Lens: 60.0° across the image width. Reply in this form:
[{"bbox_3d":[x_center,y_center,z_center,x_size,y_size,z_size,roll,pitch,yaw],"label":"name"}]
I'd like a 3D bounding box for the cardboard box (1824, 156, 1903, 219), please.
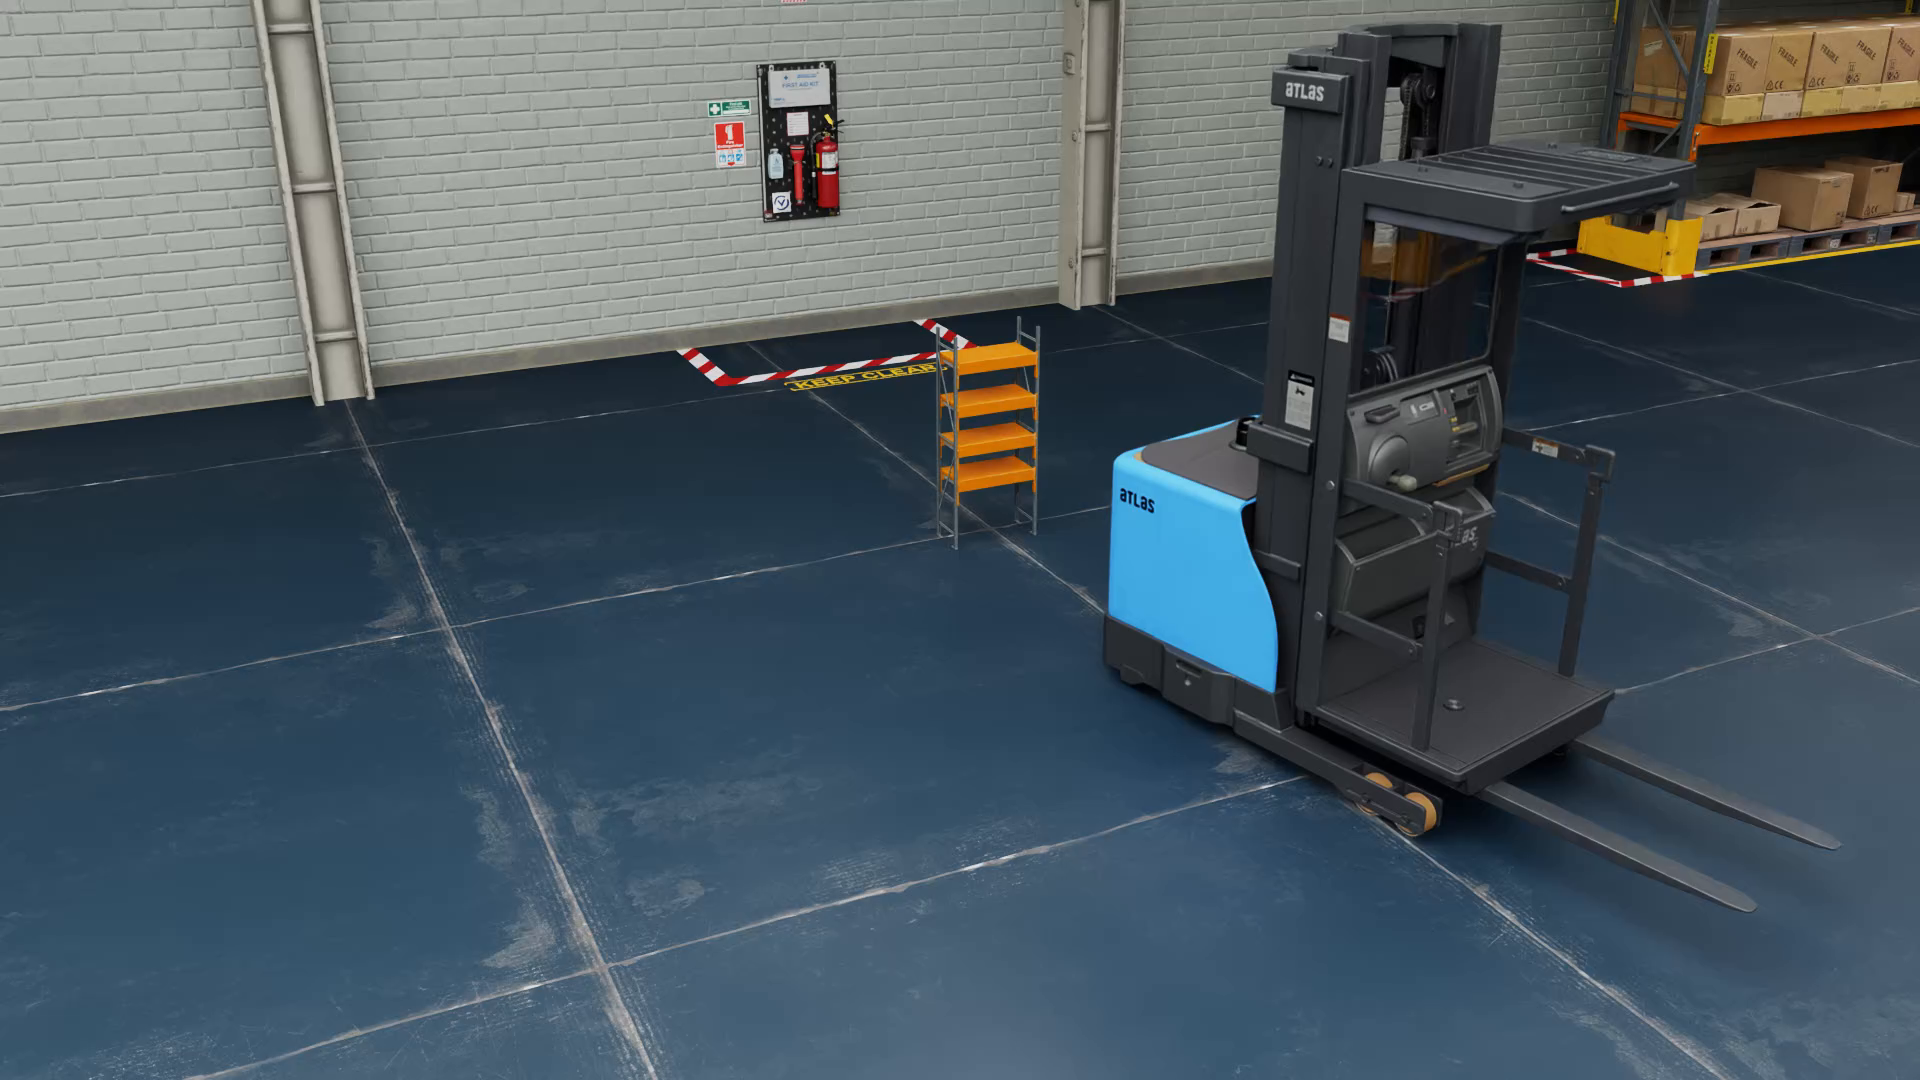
[{"bbox_3d":[8.907,-3.498,16.473,0.500,0.500,0.500,-12,26,-28],"label":"cardboard box"}]

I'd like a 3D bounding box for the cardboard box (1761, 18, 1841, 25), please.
[{"bbox_3d":[7.929,-4.661,15.778,0.500,0.500,0.500,-10,25,-23],"label":"cardboard box"}]

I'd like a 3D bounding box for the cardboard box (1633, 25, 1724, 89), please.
[{"bbox_3d":[6.553,-4.410,15.172,0.500,0.500,0.500,-11,25,-24],"label":"cardboard box"}]

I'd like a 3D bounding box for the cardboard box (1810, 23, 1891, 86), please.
[{"bbox_3d":[8.159,-4.486,15.356,0.500,0.500,0.500,-10,24,-22],"label":"cardboard box"}]

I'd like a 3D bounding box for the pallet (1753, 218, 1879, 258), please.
[{"bbox_3d":[8.134,-3.020,16.270,1.213,0.211,1.003,-10,25,-24],"label":"pallet"}]

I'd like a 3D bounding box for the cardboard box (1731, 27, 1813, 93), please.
[{"bbox_3d":[7.231,-4.313,14.937,0.500,0.500,0.500,-10,25,-23],"label":"cardboard box"}]

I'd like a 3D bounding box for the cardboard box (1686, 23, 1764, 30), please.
[{"bbox_3d":[7.011,-4.491,15.366,0.500,0.500,0.500,-10,25,-23],"label":"cardboard box"}]

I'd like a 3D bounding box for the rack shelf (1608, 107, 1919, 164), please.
[{"bbox_3d":[8.023,-3.972,15.864,4.000,0.370,1.077,-10,25,-24],"label":"rack shelf"}]

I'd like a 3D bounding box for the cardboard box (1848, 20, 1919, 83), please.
[{"bbox_3d":[8.627,-4.573,15.565,0.500,0.500,0.500,-11,25,-25],"label":"cardboard box"}]

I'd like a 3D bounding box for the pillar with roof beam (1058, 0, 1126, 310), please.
[{"bbox_3d":[2.937,-4.680,8.790,0.400,9.000,9.100,-10,25,-24],"label":"pillar with roof beam"}]

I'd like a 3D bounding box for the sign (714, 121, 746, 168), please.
[{"bbox_3d":[-1.716,-2.955,12.420,0.234,0.329,0.001,-10,25,-24],"label":"sign"}]

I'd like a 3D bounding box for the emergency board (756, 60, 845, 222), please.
[{"bbox_3d":[-1.174,-2.995,12.563,0.643,1.169,0.194,-10,25,-24],"label":"emergency board"}]

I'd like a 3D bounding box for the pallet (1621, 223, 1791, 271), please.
[{"bbox_3d":[7.036,-2.819,15.785,1.213,0.211,1.003,-10,25,-24],"label":"pallet"}]

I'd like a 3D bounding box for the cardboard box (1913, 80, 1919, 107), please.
[{"bbox_3d":[9.077,-4.313,15.918,0.500,0.250,0.500,-10,25,-23],"label":"cardboard box"}]

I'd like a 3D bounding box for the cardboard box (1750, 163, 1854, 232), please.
[{"bbox_3d":[8.079,-3.304,16.002,0.500,0.500,0.700,-12,25,-27],"label":"cardboard box"}]

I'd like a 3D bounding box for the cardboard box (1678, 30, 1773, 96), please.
[{"bbox_3d":[6.781,-4.235,14.748,0.500,0.500,0.500,-10,25,-24],"label":"cardboard box"}]

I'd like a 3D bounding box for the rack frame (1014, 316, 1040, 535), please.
[{"bbox_3d":[0.369,-0.622,9.185,0.015,1.200,0.240,-10,25,-24],"label":"rack frame"}]

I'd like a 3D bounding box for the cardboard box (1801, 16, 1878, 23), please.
[{"bbox_3d":[8.391,-4.751,15.996,0.500,0.500,0.500,-10,24,-22],"label":"cardboard box"}]

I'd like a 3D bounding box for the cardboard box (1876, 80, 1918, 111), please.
[{"bbox_3d":[8.630,-4.224,15.704,0.500,0.250,0.500,-11,25,-24],"label":"cardboard box"}]

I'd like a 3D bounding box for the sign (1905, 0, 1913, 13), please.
[{"bbox_3d":[9.581,-5.362,16.767,0.005,0.325,0.100,-10,25,-24],"label":"sign"}]

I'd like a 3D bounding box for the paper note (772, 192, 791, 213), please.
[{"bbox_3d":[-1.363,-2.582,12.718,0.142,0.148,0.016,-10,25,-24],"label":"paper note"}]

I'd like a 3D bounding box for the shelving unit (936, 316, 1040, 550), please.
[{"bbox_3d":[0.149,-0.582,9.087,0.503,1.200,0.258,-10,25,-24],"label":"shelving unit"}]

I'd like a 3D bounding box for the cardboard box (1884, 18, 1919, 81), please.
[{"bbox_3d":[9.086,-4.653,15.758,0.500,0.500,0.500,-11,25,-24],"label":"cardboard box"}]

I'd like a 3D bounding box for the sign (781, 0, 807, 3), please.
[{"bbox_3d":[-1.224,-4.099,12.199,0.199,0.298,0.001,-10,25,-24],"label":"sign"}]

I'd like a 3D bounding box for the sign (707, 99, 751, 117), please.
[{"bbox_3d":[-1.709,-3.198,12.313,0.331,0.109,0.001,-10,25,-24],"label":"sign"}]

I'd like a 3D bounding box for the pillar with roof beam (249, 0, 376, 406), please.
[{"bbox_3d":[-2.470,-3.685,6.385,0.400,9.000,9.100,-10,25,-24],"label":"pillar with roof beam"}]

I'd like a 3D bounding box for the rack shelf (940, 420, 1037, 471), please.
[{"bbox_3d":[0.149,-0.520,9.113,0.480,0.148,0.258,-10,25,-24],"label":"rack shelf"}]

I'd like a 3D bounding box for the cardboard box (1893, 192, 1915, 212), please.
[{"bbox_3d":[9.356,-3.431,16.746,0.250,0.166,0.380,-14,26,-30],"label":"cardboard box"}]

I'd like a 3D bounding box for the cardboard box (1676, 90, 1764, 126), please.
[{"bbox_3d":[6.798,-3.884,14.881,0.500,0.250,0.500,-11,25,-25],"label":"cardboard box"}]

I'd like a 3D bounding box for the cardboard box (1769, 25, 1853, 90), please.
[{"bbox_3d":[7.699,-4.397,15.139,0.500,0.500,0.500,-11,25,-25],"label":"cardboard box"}]

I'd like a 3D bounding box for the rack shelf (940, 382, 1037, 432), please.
[{"bbox_3d":[0.149,-0.726,9.027,0.480,0.148,0.258,-10,25,-24],"label":"rack shelf"}]

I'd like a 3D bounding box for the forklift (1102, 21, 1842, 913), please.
[{"bbox_3d":[1.979,-0.418,6.429,1.130,2.935,3.031,-17,28,-36],"label":"forklift"}]

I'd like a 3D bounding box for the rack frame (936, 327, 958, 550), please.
[{"bbox_3d":[-0.071,-0.541,8.989,0.015,1.200,0.240,-10,25,-24],"label":"rack frame"}]

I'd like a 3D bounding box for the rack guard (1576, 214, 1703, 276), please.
[{"bbox_3d":[6.289,-2.830,15.434,0.348,0.500,1.175,-10,25,-24],"label":"rack guard"}]

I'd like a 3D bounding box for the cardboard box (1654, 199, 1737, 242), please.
[{"bbox_3d":[6.883,-3.017,15.558,0.500,0.311,0.500,-14,26,-30],"label":"cardboard box"}]

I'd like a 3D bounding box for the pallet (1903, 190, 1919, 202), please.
[{"bbox_3d":[10.526,-3.477,17.375,1.213,0.211,1.003,-10,25,-24],"label":"pallet"}]

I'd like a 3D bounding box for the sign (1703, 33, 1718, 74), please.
[{"bbox_3d":[6.456,-4.186,14.308,0.005,0.325,0.100,-10,25,-24],"label":"sign"}]

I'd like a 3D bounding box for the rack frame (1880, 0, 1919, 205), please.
[{"bbox_3d":[9.825,-4.636,16.528,0.127,3.000,1.000,-10,25,-24],"label":"rack frame"}]

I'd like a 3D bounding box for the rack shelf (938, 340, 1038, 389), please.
[{"bbox_3d":[0.149,-0.945,8.937,0.480,0.148,0.258,-10,25,-24],"label":"rack shelf"}]

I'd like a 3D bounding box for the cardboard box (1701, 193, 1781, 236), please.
[{"bbox_3d":[7.397,-3.112,15.786,0.500,0.311,0.500,-8,24,-19],"label":"cardboard box"}]

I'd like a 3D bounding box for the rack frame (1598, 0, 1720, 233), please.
[{"bbox_3d":[6.220,-3.973,14.925,0.127,3.000,1.000,-10,25,-24],"label":"rack frame"}]

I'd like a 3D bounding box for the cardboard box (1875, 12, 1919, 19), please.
[{"bbox_3d":[9.311,-4.917,16.395,0.500,0.500,0.500,-11,25,-25],"label":"cardboard box"}]

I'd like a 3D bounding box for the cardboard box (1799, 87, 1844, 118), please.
[{"bbox_3d":[7.721,-4.058,15.300,0.500,0.250,0.500,-11,25,-24],"label":"cardboard box"}]

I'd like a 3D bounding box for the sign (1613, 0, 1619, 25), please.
[{"bbox_3d":[5.998,-4.848,15.113,0.005,0.325,0.100,-10,25,-24],"label":"sign"}]

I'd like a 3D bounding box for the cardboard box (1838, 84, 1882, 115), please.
[{"bbox_3d":[8.178,-4.141,15.501,0.500,0.250,0.500,-10,25,-23],"label":"cardboard box"}]

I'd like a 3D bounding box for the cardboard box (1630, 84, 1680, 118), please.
[{"bbox_3d":[6.558,-4.057,15.299,0.500,0.250,0.500,-10,25,-23],"label":"cardboard box"}]

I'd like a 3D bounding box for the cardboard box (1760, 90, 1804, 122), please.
[{"bbox_3d":[7.260,-3.975,15.101,0.500,0.250,0.500,-11,25,-25],"label":"cardboard box"}]

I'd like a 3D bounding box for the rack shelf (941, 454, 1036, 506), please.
[{"bbox_3d":[0.149,-0.336,9.189,0.480,0.148,0.258,-10,25,-24],"label":"rack shelf"}]

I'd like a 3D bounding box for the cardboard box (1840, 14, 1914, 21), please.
[{"bbox_3d":[8.843,-4.832,16.191,0.500,0.500,0.500,-11,25,-24],"label":"cardboard box"}]

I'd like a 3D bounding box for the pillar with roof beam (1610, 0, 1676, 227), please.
[{"bbox_3d":[8.343,-5.675,11.194,0.400,9.000,9.100,-10,25,-24],"label":"pillar with roof beam"}]

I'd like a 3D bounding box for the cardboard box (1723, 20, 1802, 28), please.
[{"bbox_3d":[7.475,-4.578,15.577,0.500,0.500,0.500,-11,25,-25],"label":"cardboard box"}]

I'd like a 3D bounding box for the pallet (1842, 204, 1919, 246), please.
[{"bbox_3d":[9.235,-3.224,16.763,1.213,0.211,1.003,-10,25,-24],"label":"pallet"}]
